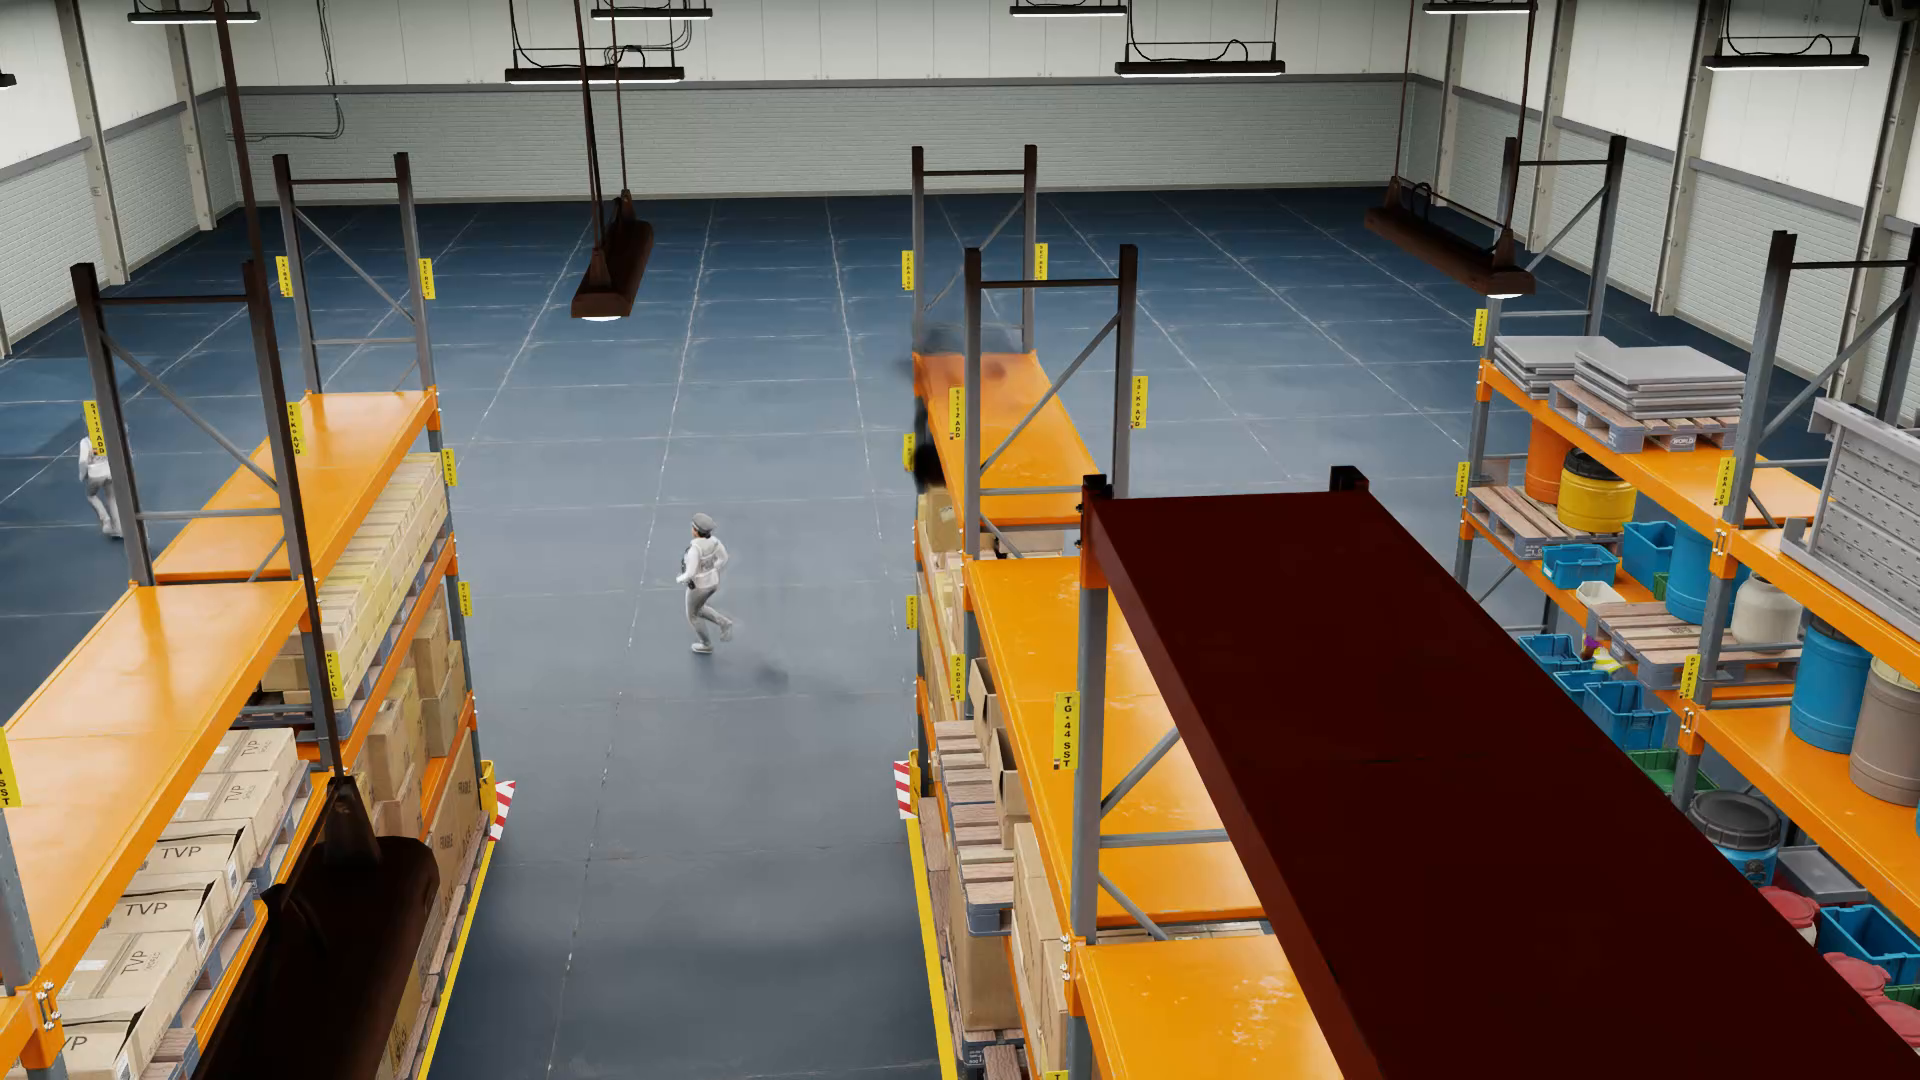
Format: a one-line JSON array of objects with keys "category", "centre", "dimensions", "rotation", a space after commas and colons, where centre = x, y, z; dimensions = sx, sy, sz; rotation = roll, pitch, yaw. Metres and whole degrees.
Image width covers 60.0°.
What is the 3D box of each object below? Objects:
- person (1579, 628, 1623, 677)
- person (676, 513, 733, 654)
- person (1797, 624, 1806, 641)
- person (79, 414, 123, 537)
[{"category": "person", "centre": [6.289, 1.194, 16.322], "dimensions": [0.749, 1.698, 0.688], "rotation": [-12, 25, -28]}, {"category": "person", "centre": [-2.811, 0.488, 18.194], "dimensions": [0.544, 1.646, 0.631], "rotation": [11, 24, 27]}, {"category": "person", "centre": [9.034, 0.564, 17.885], "dimensions": [0.577, 1.739, 0.720], "rotation": [8, 23, 19]}, {"category": "person", "centre": [-11.154, -0.852, 21.533], "dimensions": [0.569, 1.660, 0.597], "rotation": [18, 28, 38]}]
